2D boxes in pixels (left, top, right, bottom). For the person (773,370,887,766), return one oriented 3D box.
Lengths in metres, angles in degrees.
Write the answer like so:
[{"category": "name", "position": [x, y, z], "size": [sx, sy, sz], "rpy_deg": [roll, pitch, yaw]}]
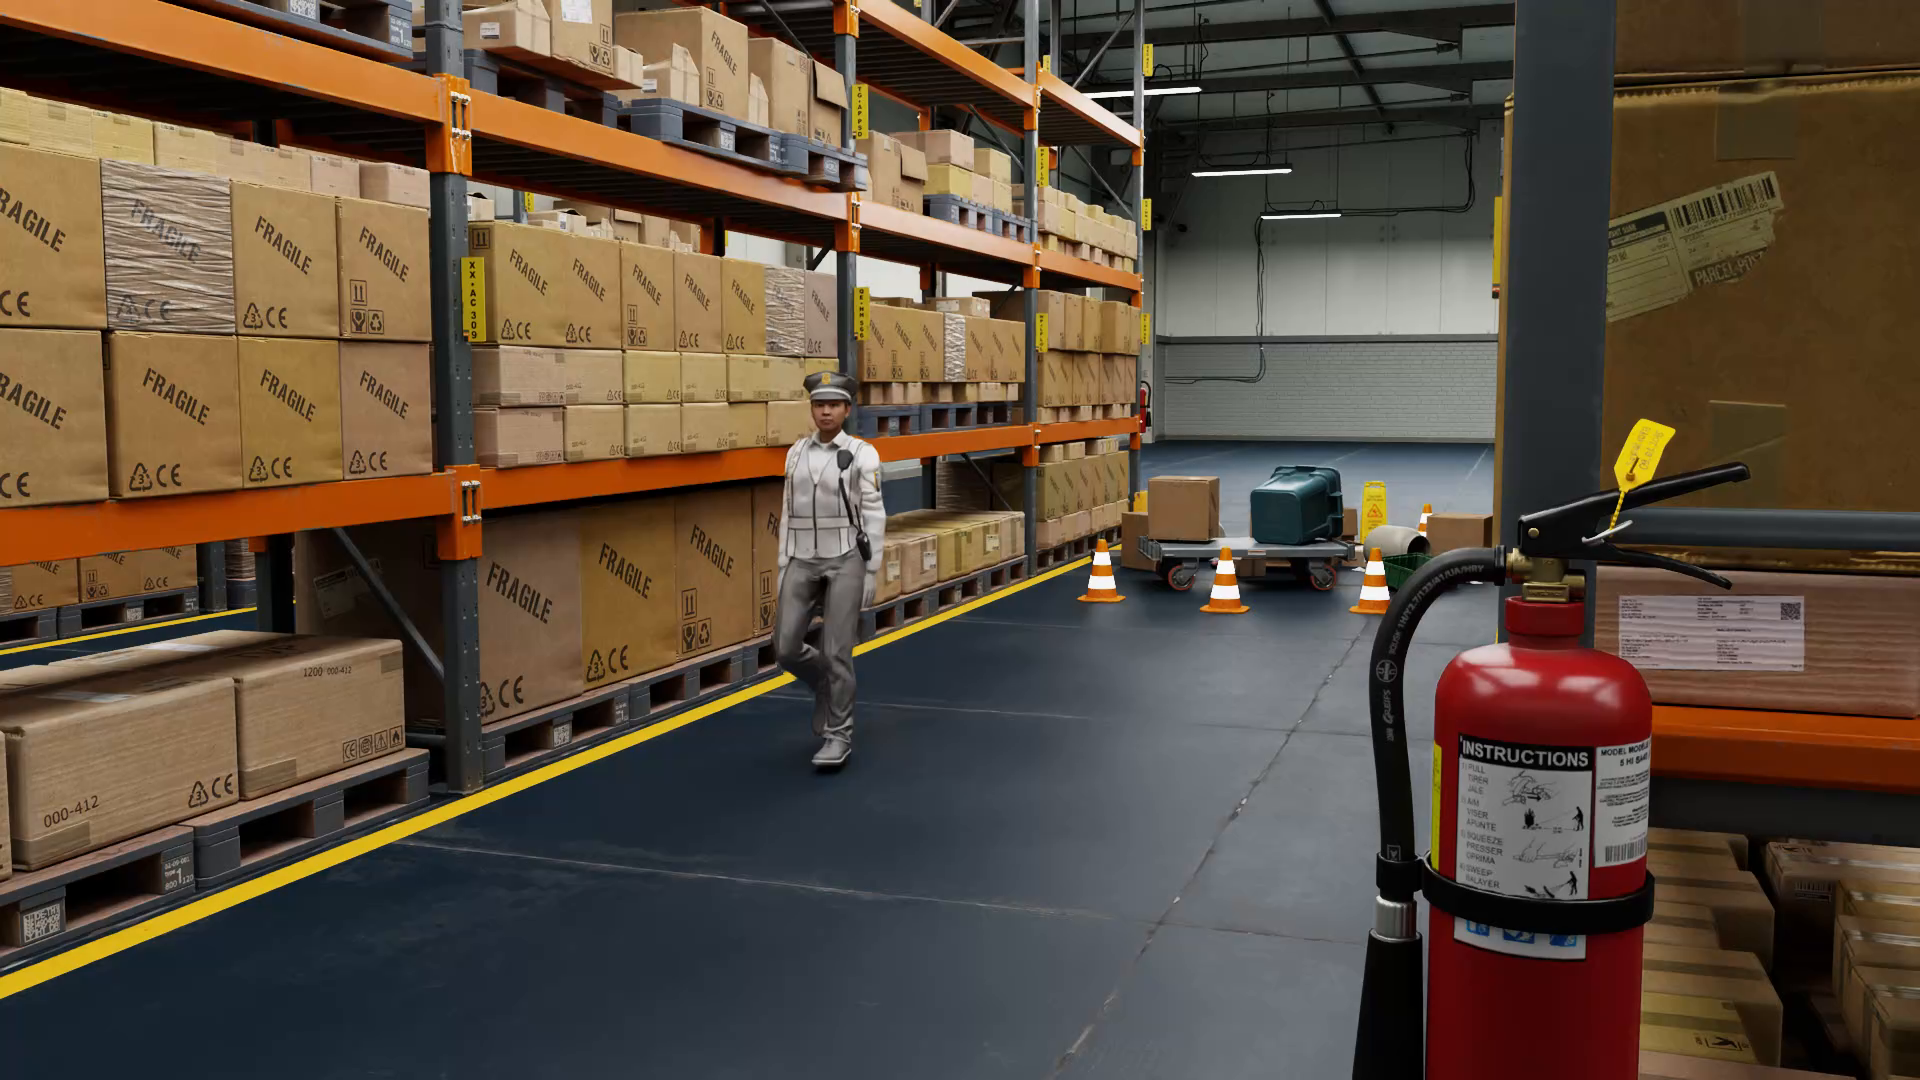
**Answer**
[{"category": "person", "position": [-0.560, 0.107, 7.204], "size": [0.488, 1.677, 0.511], "rpy_deg": [2, 6, 18]}]
